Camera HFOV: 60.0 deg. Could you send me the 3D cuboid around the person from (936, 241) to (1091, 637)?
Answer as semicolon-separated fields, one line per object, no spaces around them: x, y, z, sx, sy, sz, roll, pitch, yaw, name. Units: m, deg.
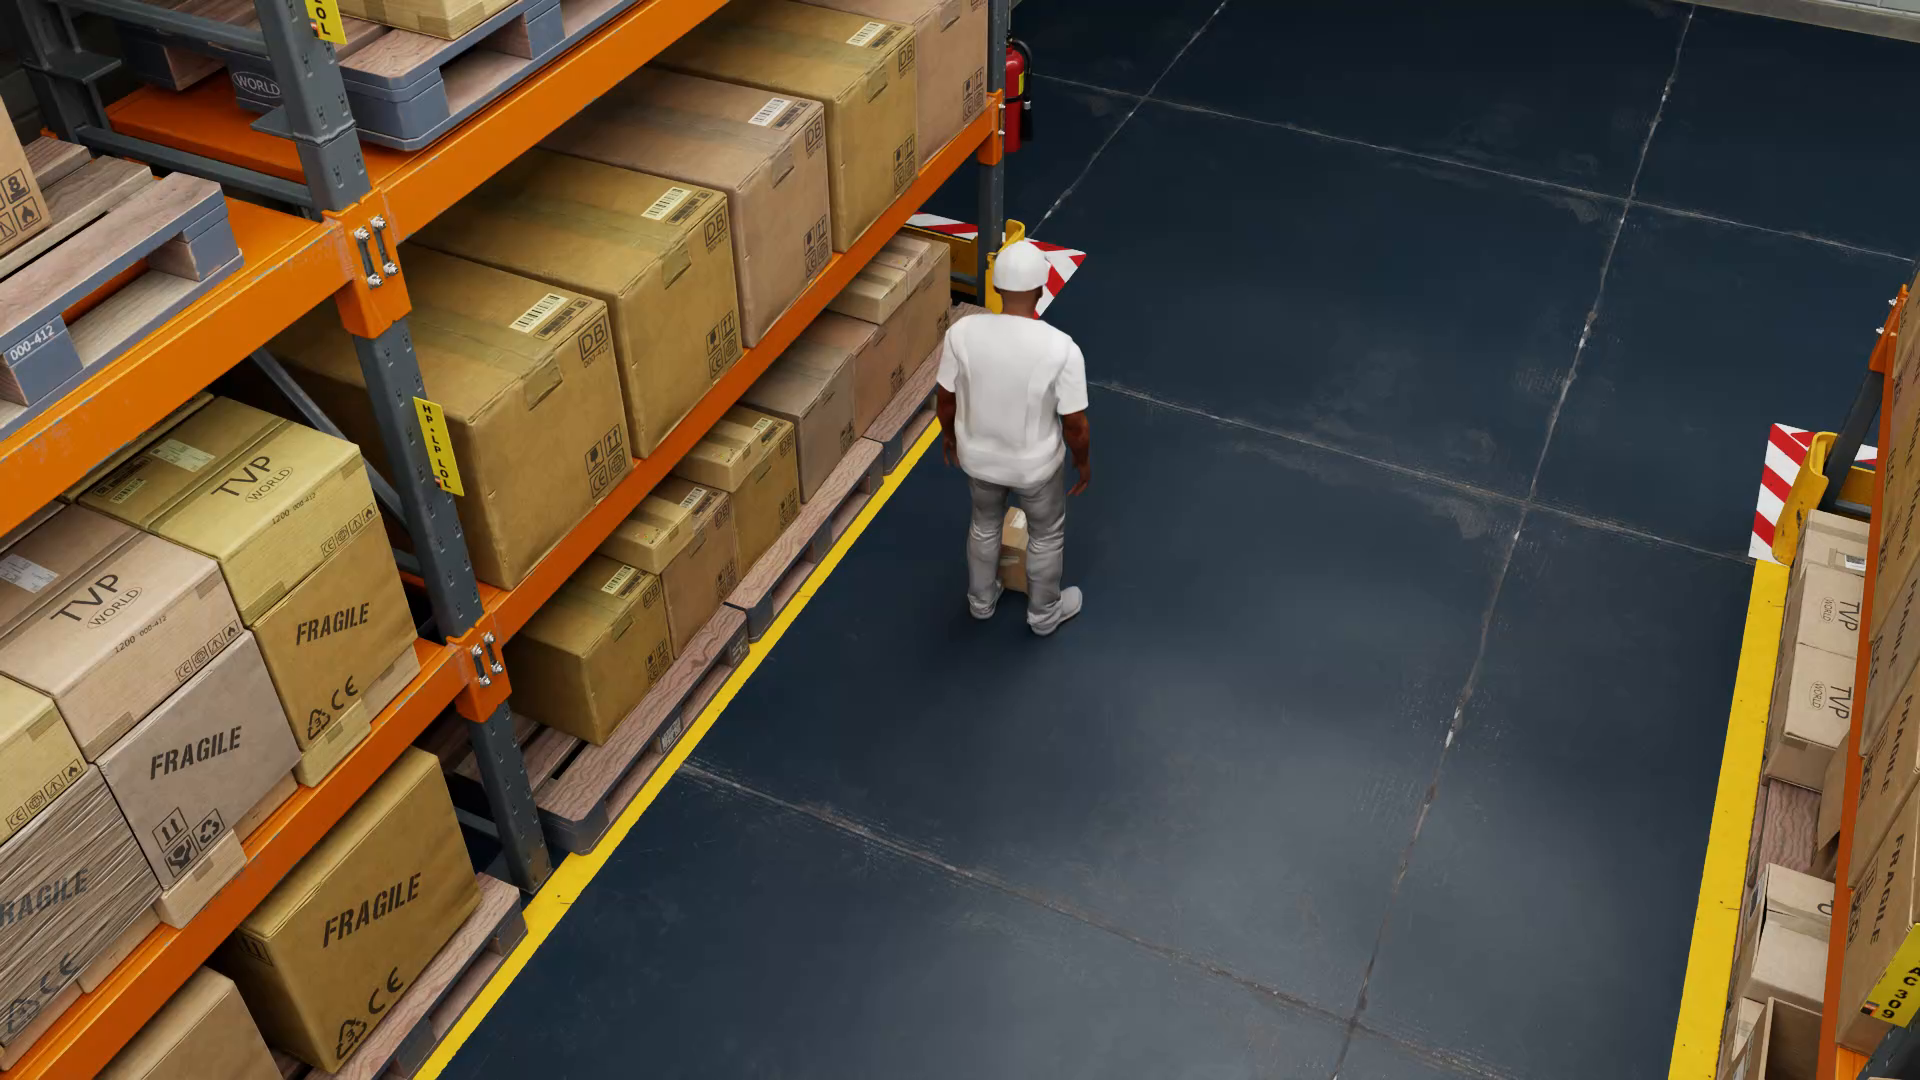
0.218;-0.365;6.556;0.623;1.759;0.462;15;44;16;person
